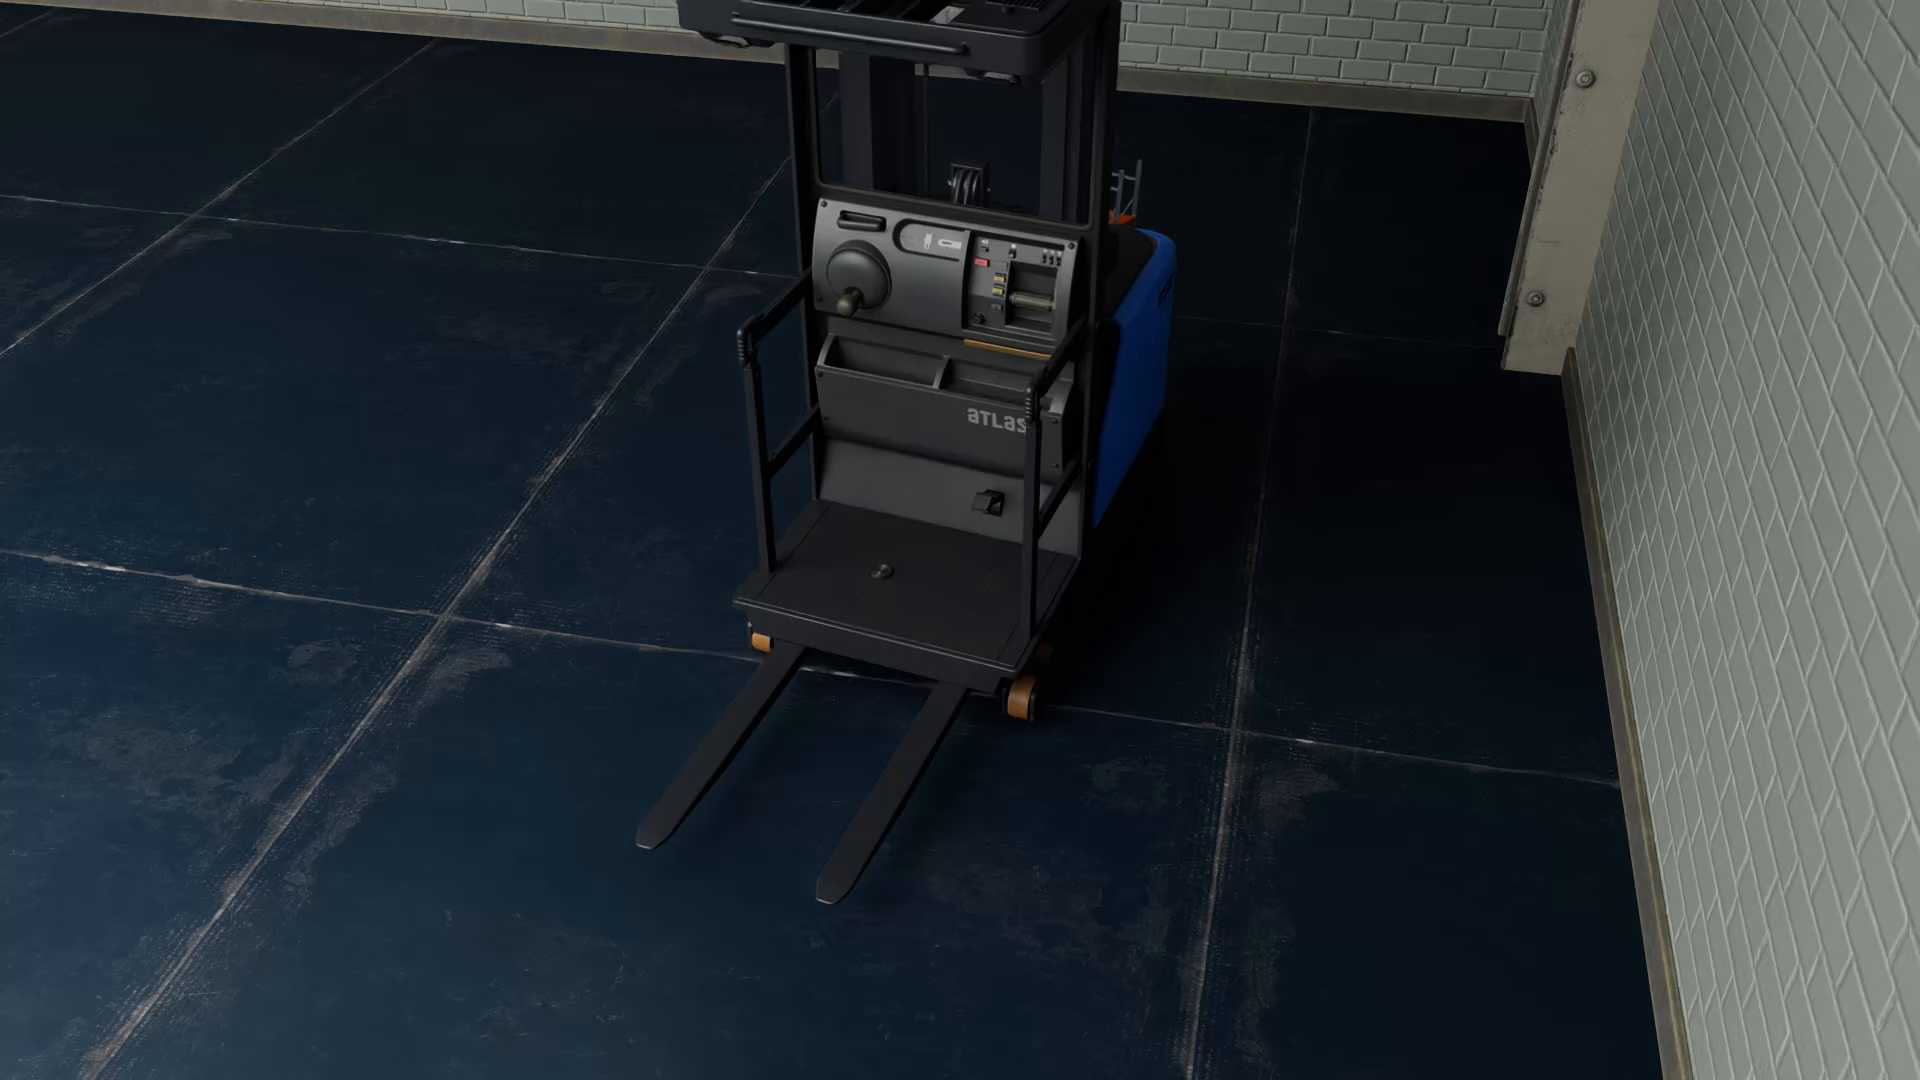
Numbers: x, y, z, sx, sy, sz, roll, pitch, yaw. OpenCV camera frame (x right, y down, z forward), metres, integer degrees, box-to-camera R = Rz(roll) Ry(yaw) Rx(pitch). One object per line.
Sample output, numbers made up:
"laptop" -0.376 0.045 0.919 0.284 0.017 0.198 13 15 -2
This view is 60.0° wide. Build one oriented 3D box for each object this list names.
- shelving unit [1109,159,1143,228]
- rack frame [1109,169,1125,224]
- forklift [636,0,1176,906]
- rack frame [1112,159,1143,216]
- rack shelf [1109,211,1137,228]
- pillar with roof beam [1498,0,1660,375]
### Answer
"shelving unit" 0.570 -1.050 7.164 0.258 1.200 0.189 18 32 23
"rack frame" 0.525 -1.013 7.093 0.240 1.200 0.006 18 32 23
"forklift" -0.134 -0.832 5.400 1.130 2.935 3.031 13 38 17
"rack frame" 0.614 -1.087 7.235 0.240 1.200 0.006 18 32 23
"rack shelf" 0.590 -1.325 7.009 0.258 0.103 0.180 18 32 23
"pillar with roof beam" -1.452 -5.086 6.099 9.100 9.000 0.400 7 37 10
